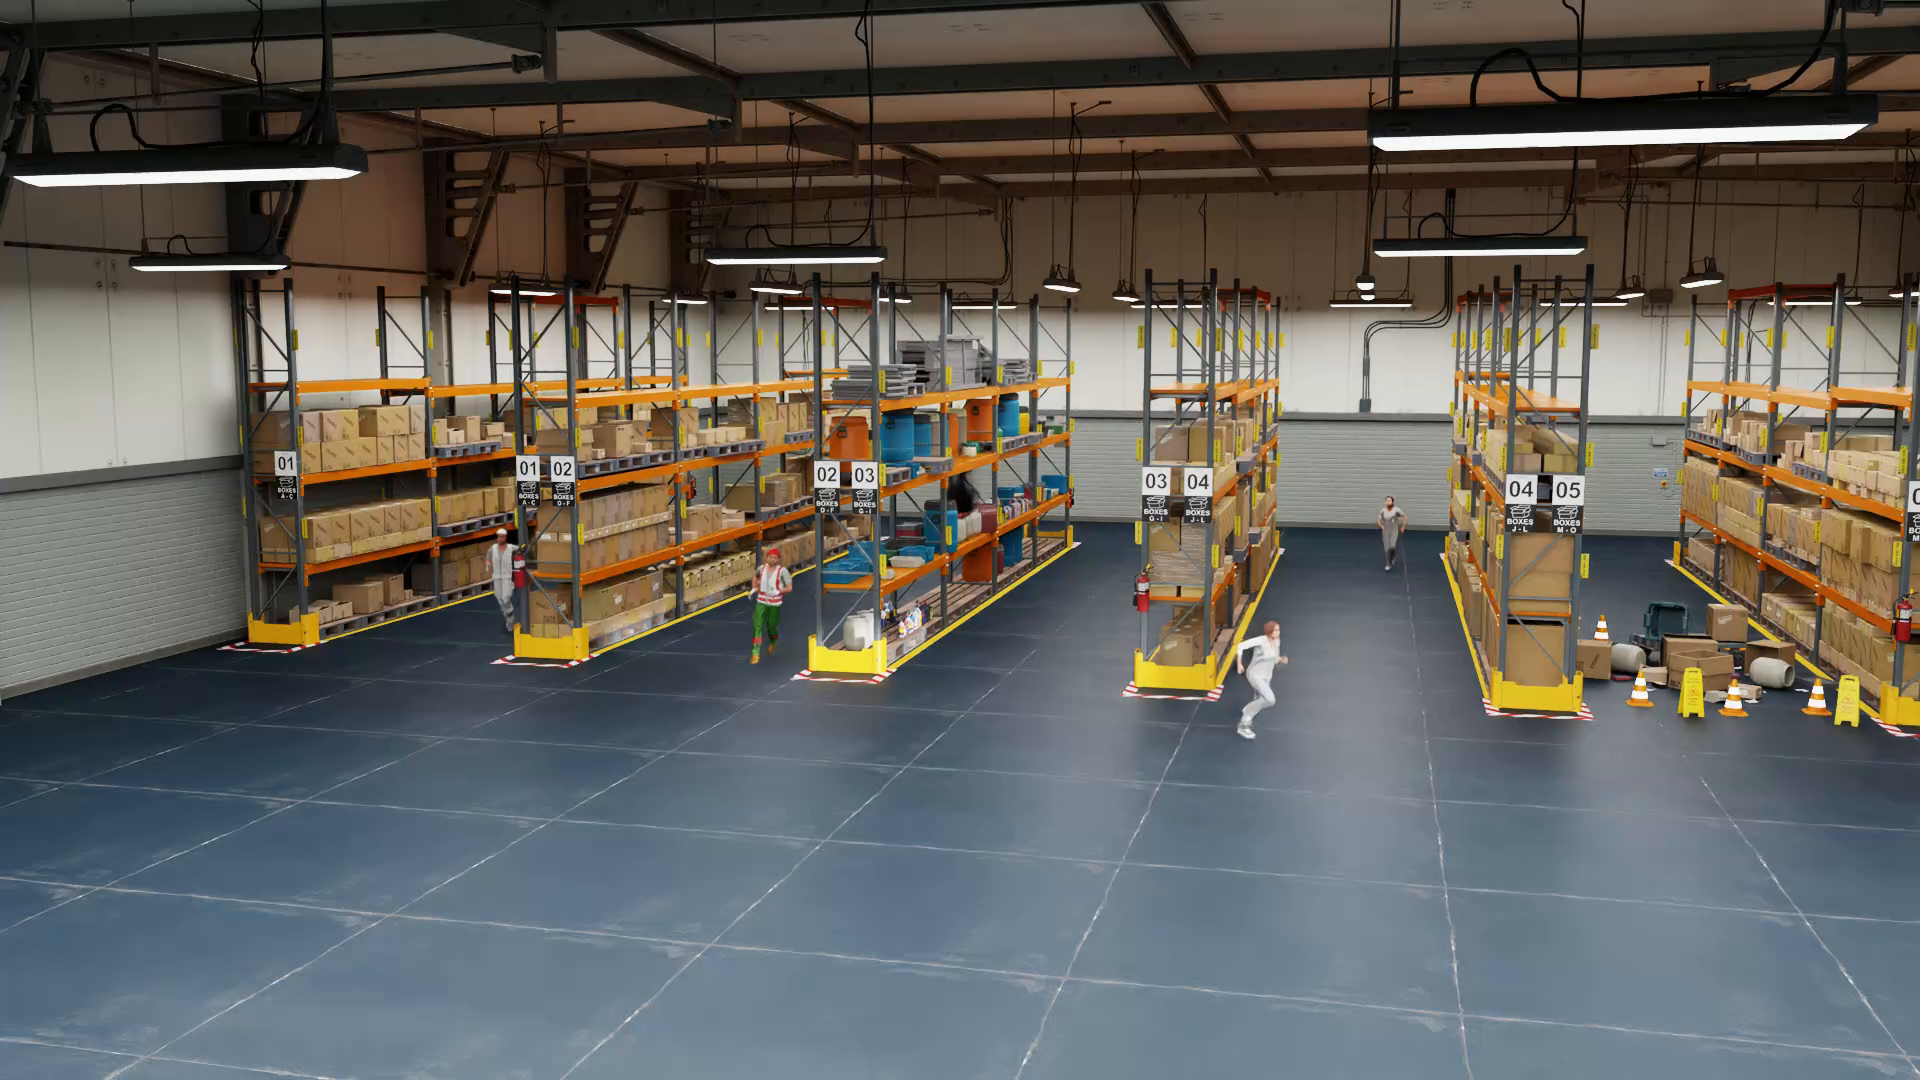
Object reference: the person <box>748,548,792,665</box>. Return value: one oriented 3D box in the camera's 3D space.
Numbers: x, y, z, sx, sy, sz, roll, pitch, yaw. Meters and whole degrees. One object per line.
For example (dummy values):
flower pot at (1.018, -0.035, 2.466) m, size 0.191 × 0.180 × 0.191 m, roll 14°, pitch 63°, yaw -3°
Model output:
person at (-2.957, 0.998, 25.967) m, size 0.707 × 1.771 × 1.002 m, roll 1°, pitch 7°, yaw 8°

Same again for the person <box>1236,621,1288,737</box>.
person at (3.789, 1.752, 20.868) m, size 0.525 × 1.525 × 0.724 m, roll -7°, pitch 10°, yaw -44°

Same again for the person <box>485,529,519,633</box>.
person at (-7.869, 0.698, 28.636) m, size 0.640 × 1.794 × 0.715 m, roll 1°, pitch 7°, yaw 9°

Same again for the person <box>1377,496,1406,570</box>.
person at (9.389, -0.145, 36.255) m, size 0.593 × 1.626 × 0.656 m, roll 3°, pitch 8°, yaw 26°
